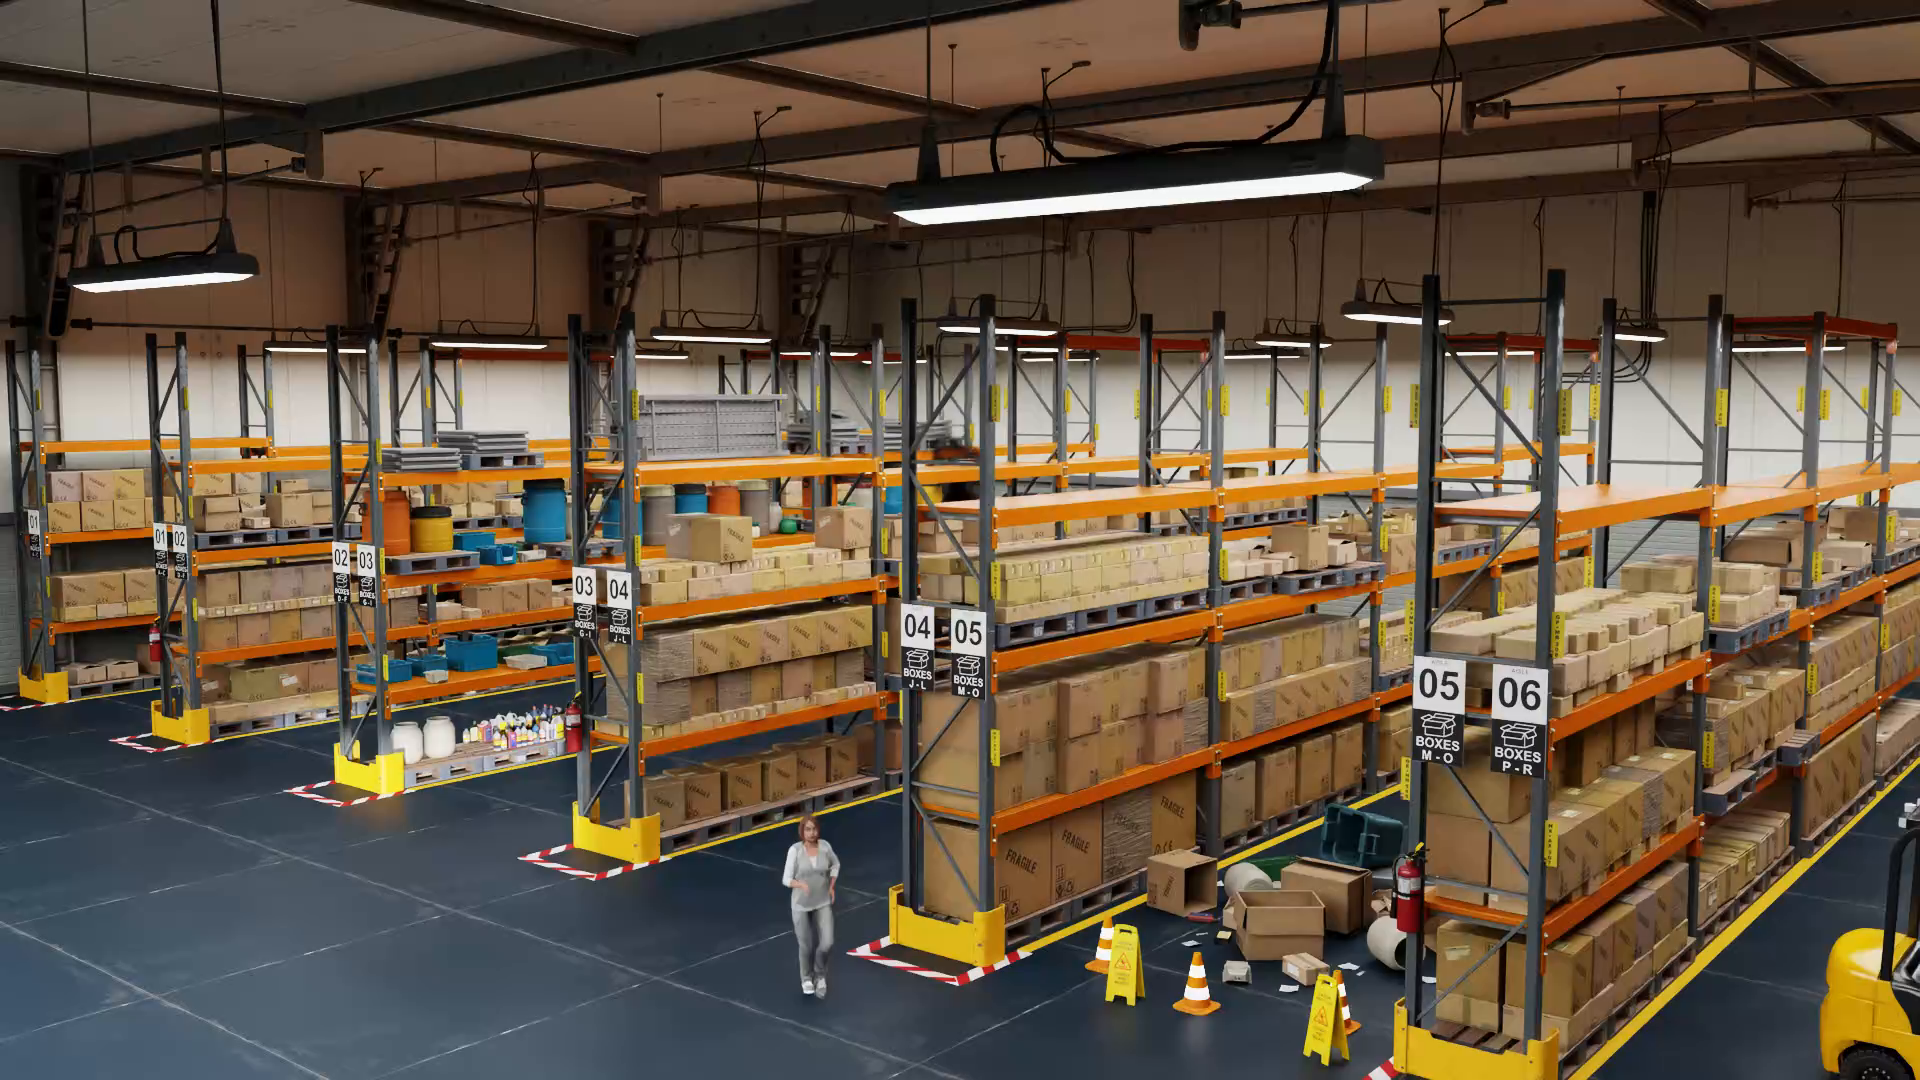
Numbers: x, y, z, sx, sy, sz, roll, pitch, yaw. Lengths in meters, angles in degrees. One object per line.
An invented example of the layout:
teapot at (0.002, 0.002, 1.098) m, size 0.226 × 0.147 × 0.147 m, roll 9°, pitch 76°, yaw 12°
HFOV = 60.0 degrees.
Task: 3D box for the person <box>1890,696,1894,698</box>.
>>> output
person at (14.294, 2.047, 25.845) m, size 0.599 × 1.622 × 0.654 m, roll -4°, pitch 7°, yaw -38°

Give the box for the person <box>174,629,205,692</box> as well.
person at (-12.165, 1.935, 26.505) m, size 0.655 × 1.755 × 0.644 m, roll 2°, pitch 6°, yaw 23°

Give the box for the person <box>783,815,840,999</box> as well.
person at (-1.232, 3.111, 14.026) m, size 0.517 × 1.581 × 0.602 m, roll -1°, pitch 5°, yaw -14°
